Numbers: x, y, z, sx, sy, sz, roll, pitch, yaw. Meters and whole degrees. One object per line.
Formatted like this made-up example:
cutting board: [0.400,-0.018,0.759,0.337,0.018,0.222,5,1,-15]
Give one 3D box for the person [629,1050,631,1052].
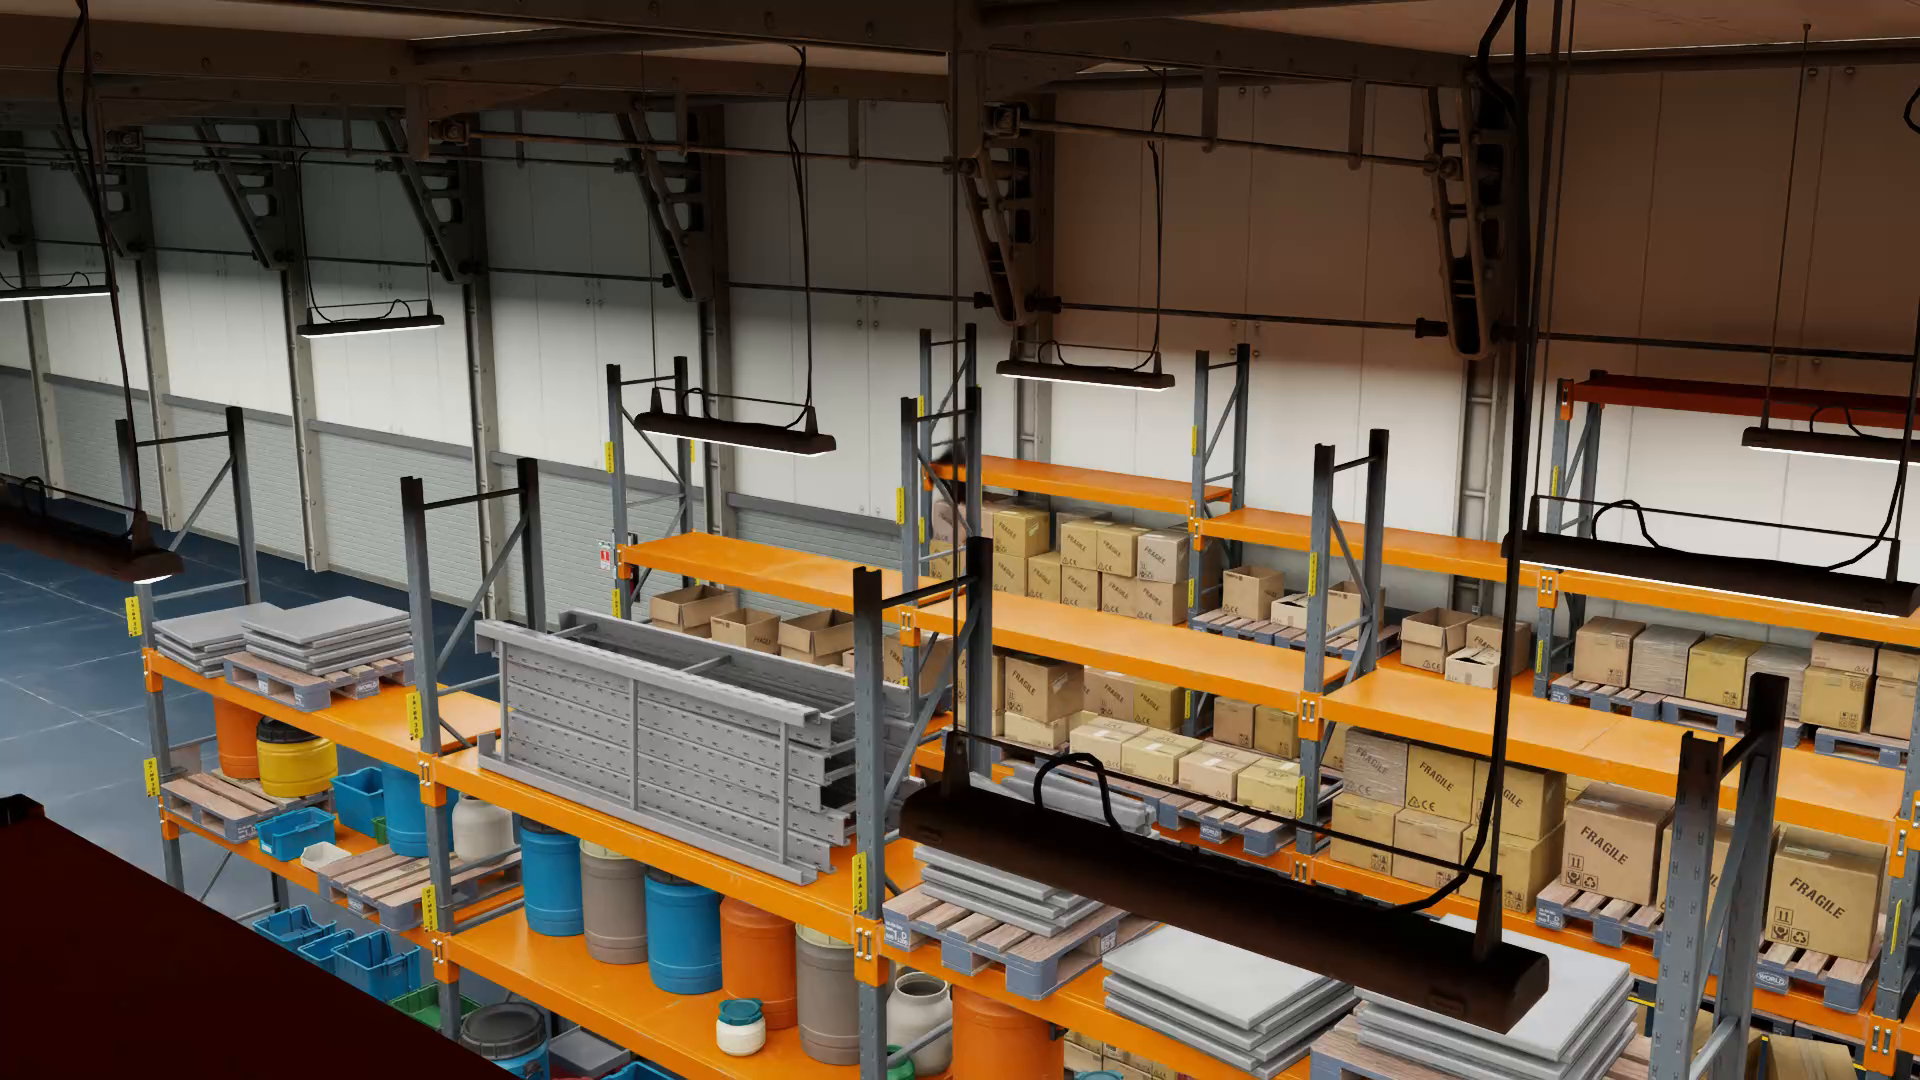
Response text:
person: [-2.786,3.885,15.042,0.722,1.825,0.658,7,14,28]
